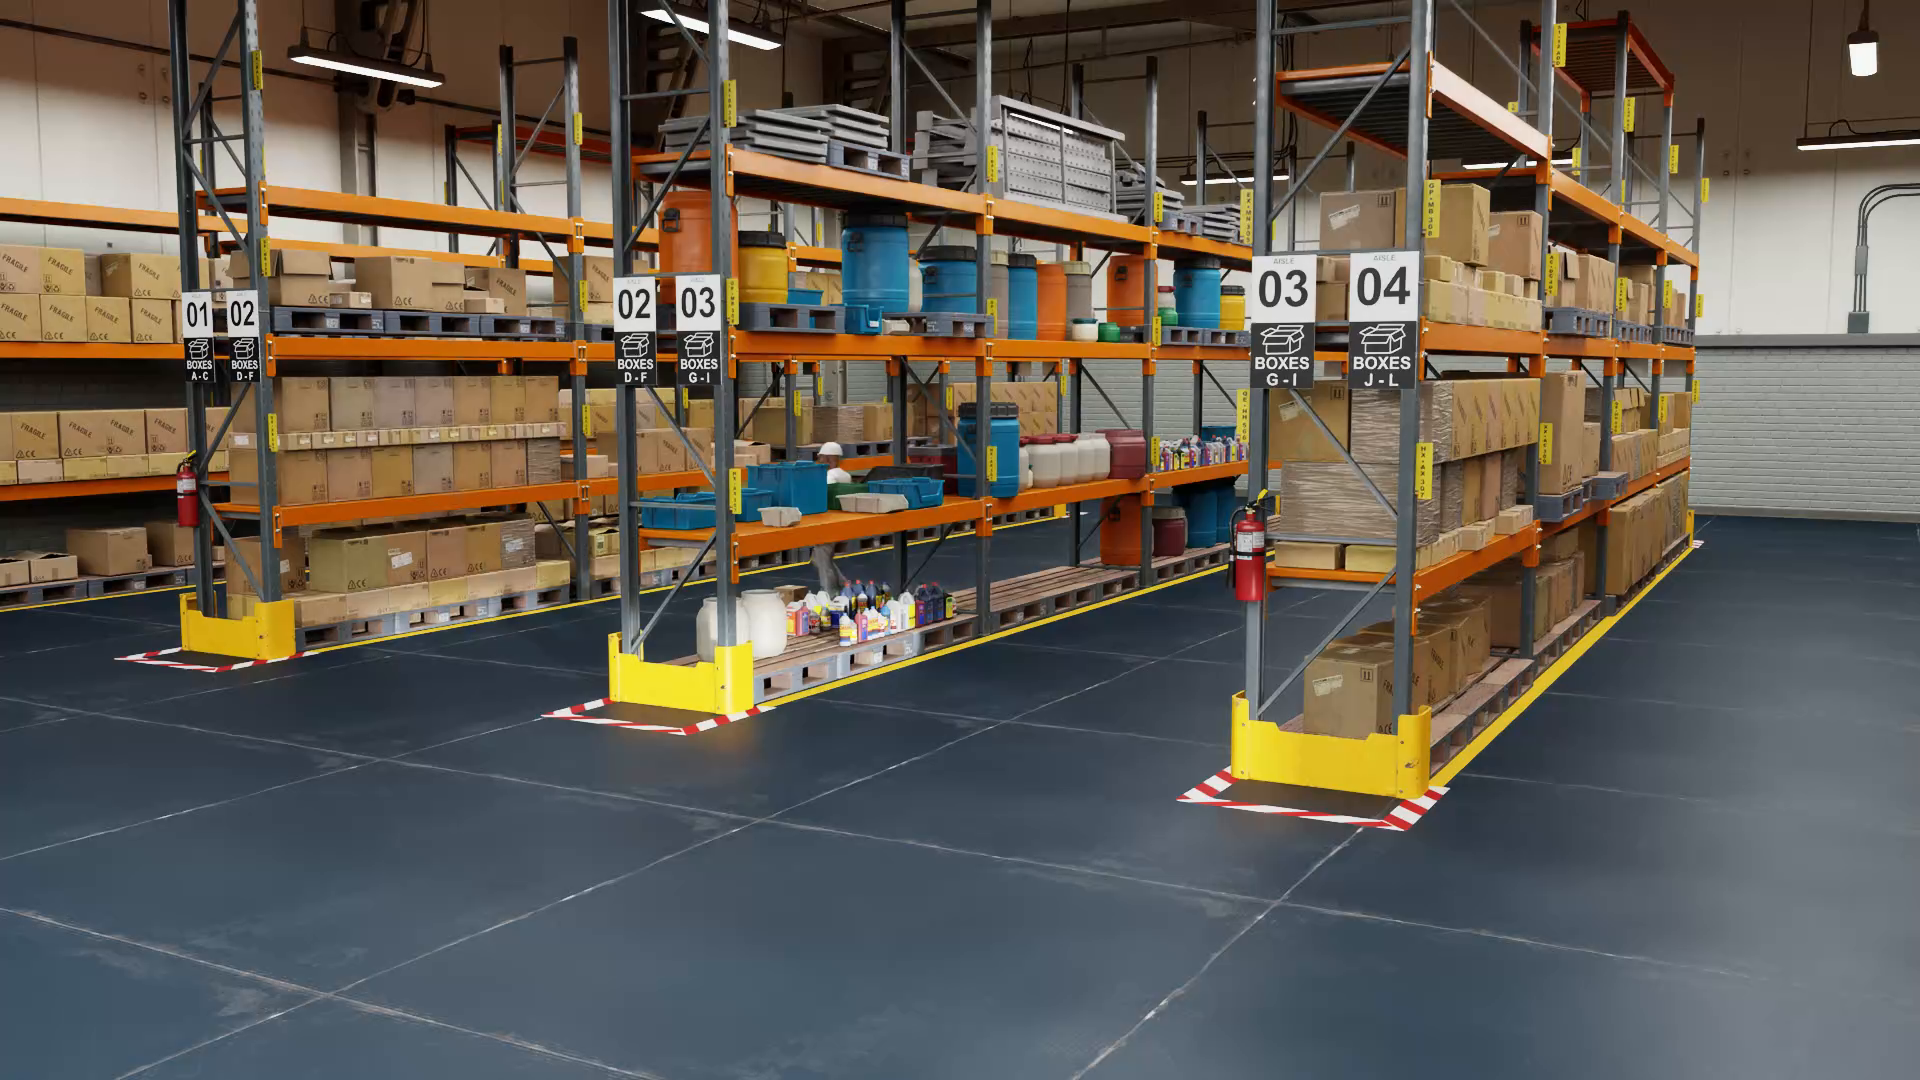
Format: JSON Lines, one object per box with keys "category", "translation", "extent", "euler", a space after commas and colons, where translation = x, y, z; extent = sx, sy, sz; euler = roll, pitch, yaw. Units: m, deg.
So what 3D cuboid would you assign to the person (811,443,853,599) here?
{"category": "person", "translation": [-1.349, -0.117, 17.089], "extent": [0.467, 1.765, 0.590], "euler": [2, 6, 16]}
